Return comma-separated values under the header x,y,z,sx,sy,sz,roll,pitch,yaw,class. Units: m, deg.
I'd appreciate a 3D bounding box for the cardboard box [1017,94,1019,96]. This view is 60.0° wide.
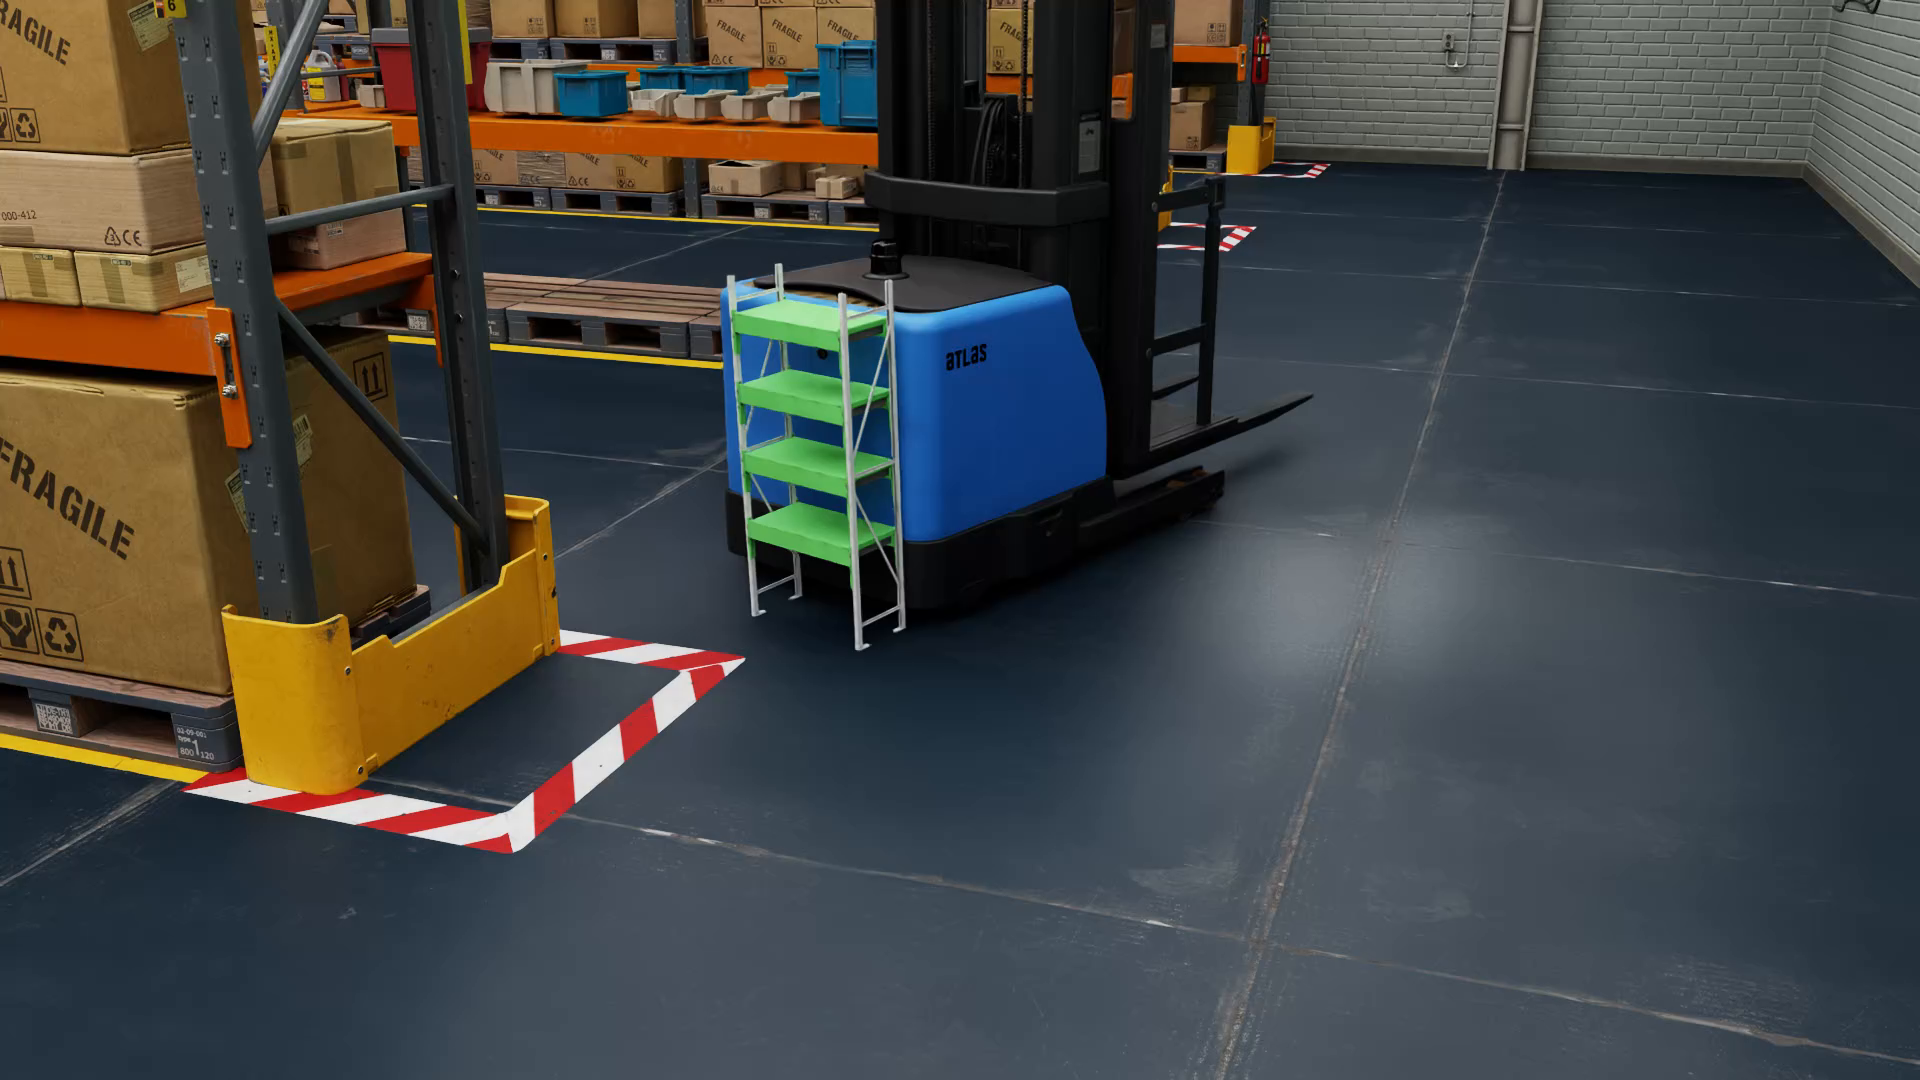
x,y,z,sx,sy,sz,roll,pitch,yaw,class
0.754,-5.168,19.021,0.250,0.149,0.380,6,20,16,cardboard box

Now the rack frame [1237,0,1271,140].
x,y,z,sx,sy,sz,roll,pitch,yaw,class
3.184,-5.532,17.889,0.127,3.000,1.000,7,20,18,rack frame

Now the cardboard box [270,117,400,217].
x,y,z,sx,sy,sz,roll,pitch,yaw,class
-2.057,-1.117,5.000,0.500,0.250,0.500,6,20,17,cardboard box

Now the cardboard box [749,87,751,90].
x,y,z,sx,sy,sz,roll,pitch,yaw,class
-2.091,-5.272,19.772,0.750,0.750,0.750,7,20,20,cardboard box

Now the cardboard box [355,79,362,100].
x,y,z,sx,sy,sz,roll,pitch,yaw,class
-7.450,-5.781,21.734,0.500,0.500,0.700,7,20,20,cardboard box

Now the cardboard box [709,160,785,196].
x,y,z,sx,sy,sz,roll,pitch,yaw,class
-1.891,-3.249,14.756,0.500,0.311,0.500,7,20,18,cardboard box

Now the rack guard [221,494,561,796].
x,y,z,sx,sy,sz,roll,pitch,yaw,class
-1.669,0.271,5.038,0.348,0.500,1.175,7,20,18,rack guard

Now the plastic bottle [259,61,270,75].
x,y,z,sx,sy,sz,roll,pitch,yaw,class
-4.503,-3.033,10.909,0.135,0.276,0.152,7,20,18,plastic bottle

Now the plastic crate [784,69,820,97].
x,y,z,sx,sy,sz,roll,pitch,yaw,class
-0.814,-2.601,9.644,0.300,0.233,0.416,7,20,18,plastic crate

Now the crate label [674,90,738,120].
x,y,z,sx,sy,sz,roll,pitch,yaw,class
-1.437,-2.446,9.344,0.243,0.136,0.396,7,20,18,crate label

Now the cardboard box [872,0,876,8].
x,y,z,sx,sy,sz,roll,pitch,yaw,class
-0.402,-4.638,13.653,0.500,0.500,0.500,7,20,20,cardboard box

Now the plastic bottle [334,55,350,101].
x,y,z,sx,sy,sz,roll,pitch,yaw,class
-4.052,-3.001,10.805,0.133,0.283,0.061,7,20,18,plastic bottle

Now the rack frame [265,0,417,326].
x,y,z,sx,sy,sz,roll,pitch,yaw,class
-3.845,-2.884,10.292,0.127,3.000,1.000,7,20,18,rack frame

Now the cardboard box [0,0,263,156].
x,y,z,sx,sy,sz,roll,pitch,yaw,class
-2.239,-1.306,4.403,0.500,0.500,0.500,7,20,19,cardboard box

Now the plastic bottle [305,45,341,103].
x,y,z,sx,sy,sz,roll,pitch,yaw,class
-4.109,-3.004,10.711,0.185,0.351,0.144,7,20,18,plastic bottle

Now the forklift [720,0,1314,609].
x,y,z,sx,sy,sz,roll,pitch,yaw,class
0.454,-1.557,6.590,1.130,2.935,3.031,15,24,37,forklift

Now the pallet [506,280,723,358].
x,y,z,sx,sy,sz,roll,pitch,yaw,class
-1.982,-1.368,10.181,1.213,0.211,1.003,7,20,18,pallet

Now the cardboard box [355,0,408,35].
x,y,z,sx,sy,sz,roll,pitch,yaw,class
-5.363,-5.068,15.768,0.500,0.500,0.700,0,19,0,cardboard box

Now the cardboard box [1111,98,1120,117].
x,y,z,sx,sy,sz,roll,pitch,yaw,class
1.542,-4.703,18.670,0.500,0.500,0.700,6,20,16,cardboard box

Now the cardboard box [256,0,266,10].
x,y,z,sx,sy,sz,roll,pitch,yaw,class
-8.699,-7.076,21.376,0.500,0.500,0.500,6,20,18,cardboard box

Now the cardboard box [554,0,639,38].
x,y,z,sx,sy,sz,roll,pitch,yaw,class
-3.261,-4.844,15.126,0.500,0.500,0.700,10,22,27,cardboard box

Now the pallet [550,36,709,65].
x,y,z,sx,sy,sz,roll,pitch,yaw,class
-2.935,-4.453,15.086,1.213,0.211,1.003,7,20,18,pallet

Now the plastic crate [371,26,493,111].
x,y,z,sx,sy,sz,roll,pitch,yaw,class
-3.084,-2.768,9.771,0.583,0.464,0.402,7,20,18,plastic crate

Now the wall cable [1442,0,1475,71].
x,y,z,sx,sy,sz,roll,pitch,yaw,class
4.704,-6.168,18.169,1.851,1.984,0.084,7,20,18,wall cable

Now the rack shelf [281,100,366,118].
x,y,z,sx,sy,sz,roll,pitch,yaw,class
-5.734,-2.760,11.030,4.000,0.370,1.077,7,20,18,rack shelf

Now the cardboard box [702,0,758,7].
x,y,z,sx,sy,sz,roll,pitch,yaw,class
-1.863,-4.804,14.131,0.500,0.500,0.500,7,20,19,cardboard box

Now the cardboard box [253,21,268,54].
x,y,z,sx,sy,sz,roll,pitch,yaw,class
-6.776,-4.970,16.413,0.500,0.311,0.500,6,20,17,cardboard box

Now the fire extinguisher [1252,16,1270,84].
x,y,z,sx,sy,sz,roll,pitch,yaw,class
3.176,-5.160,17.505,0.183,0.674,0.296,7,20,18,fire extinguisher

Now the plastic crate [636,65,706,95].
x,y,z,sx,sy,sz,roll,pitch,yaw,class
-1.719,-2.705,9.941,0.300,0.233,0.416,7,20,18,plastic crate

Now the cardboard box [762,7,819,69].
x,y,z,sx,sy,sz,roll,pitch,yaw,class
-1.339,-4.277,14.136,0.500,0.500,0.500,7,20,19,cardboard box

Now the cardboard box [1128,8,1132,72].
x,y,z,sx,sy,sz,roll,pitch,yaw,class
1.230,-4.168,13.826,0.500,0.500,0.500,7,20,19,cardboard box

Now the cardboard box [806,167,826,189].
x,y,z,sx,sy,sz,roll,pitch,yaw,class
-1.211,-3.290,15.120,0.250,0.149,0.380,7,20,18,cardboard box

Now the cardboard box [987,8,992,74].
x,y,z,sx,sy,sz,roll,pitch,yaw,class
0.089,-4.113,13.666,0.500,0.500,0.500,7,20,18,cardboard box

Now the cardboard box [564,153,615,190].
x,y,z,sx,sy,sz,roll,pitch,yaw,class
-3.241,-3.471,15.106,0.500,0.500,0.500,7,20,18,cardboard box

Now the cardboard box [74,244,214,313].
x,y,z,sx,sy,sz,roll,pitch,yaw,class
-2.137,-0.729,4.492,0.250,0.149,0.380,7,20,19,cardboard box

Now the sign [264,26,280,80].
x,y,z,sx,sy,sz,roll,pitch,yaw,class
-4.027,-2.844,9.756,0.005,0.325,0.100,7,20,18,sign

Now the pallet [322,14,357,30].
x,y,z,sx,sy,sz,roll,pitch,yaw,class
-7.477,-6.610,21.273,1.213,0.211,1.003,7,20,18,pallet

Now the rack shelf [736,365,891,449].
x,y,z,sx,sy,sz,roll,pitch,yaw,class
-0.474,-0.442,5.472,0.480,0.148,0.258,15,26,36,rack shelf

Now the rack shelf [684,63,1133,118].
x,y,z,sx,sy,sz,roll,pitch,yaw,class
-0.327,-3.868,14.208,4.000,0.370,1.077,7,20,18,rack shelf

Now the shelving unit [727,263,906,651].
x,y,z,sx,sy,sz,roll,pitch,yaw,class
-0.470,-0.277,5.534,0.503,1.200,0.258,15,26,36,shelving unit

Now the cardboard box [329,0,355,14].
x,y,z,sx,sy,sz,roll,pitch,yaw,class
-7.681,-7.018,21.331,0.500,0.500,0.700,7,20,18,cardboard box

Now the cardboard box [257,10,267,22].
x,y,z,sx,sy,sz,roll,pitch,yaw,class
-8.698,-6.724,21.506,0.500,0.250,0.500,7,20,18,cardboard box

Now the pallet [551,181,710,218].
x,y,z,sx,sy,sz,roll,pitch,yaw,class
-2.997,-3.183,15.386,1.213,0.211,1.003,7,20,18,pallet

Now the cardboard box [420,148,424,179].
x,y,z,sx,sy,sz,roll,pitch,yaw,class
-4.690,-3.634,15.574,0.500,0.500,0.500,6,20,17,cardboard box

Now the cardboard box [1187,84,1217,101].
x,y,z,sx,sy,sz,roll,pitch,yaw,class
2.674,-4.949,18.392,0.250,0.149,0.380,7,20,18,cardboard box

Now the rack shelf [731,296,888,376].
x,y,z,sx,sy,sz,roll,pitch,yaw,class
-0.479,-0.666,5.386,0.480,0.148,0.258,15,26,36,rack shelf

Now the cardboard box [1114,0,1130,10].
x,y,z,sx,sy,sz,roll,pitch,yaw,class
1.052,-4.473,13.181,0.500,0.500,0.500,6,20,18,cardboard box

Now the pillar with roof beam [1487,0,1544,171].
x,y,z,sx,sy,sz,roll,pitch,yaw,class
4.606,-7.004,12.997,0.400,9.000,9.100,7,20,18,pillar with roof beam

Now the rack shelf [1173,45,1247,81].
x,y,z,sx,sy,sz,roll,pitch,yaw,class
1.295,-5.408,18.627,4.000,0.370,1.077,7,20,18,rack shelf
